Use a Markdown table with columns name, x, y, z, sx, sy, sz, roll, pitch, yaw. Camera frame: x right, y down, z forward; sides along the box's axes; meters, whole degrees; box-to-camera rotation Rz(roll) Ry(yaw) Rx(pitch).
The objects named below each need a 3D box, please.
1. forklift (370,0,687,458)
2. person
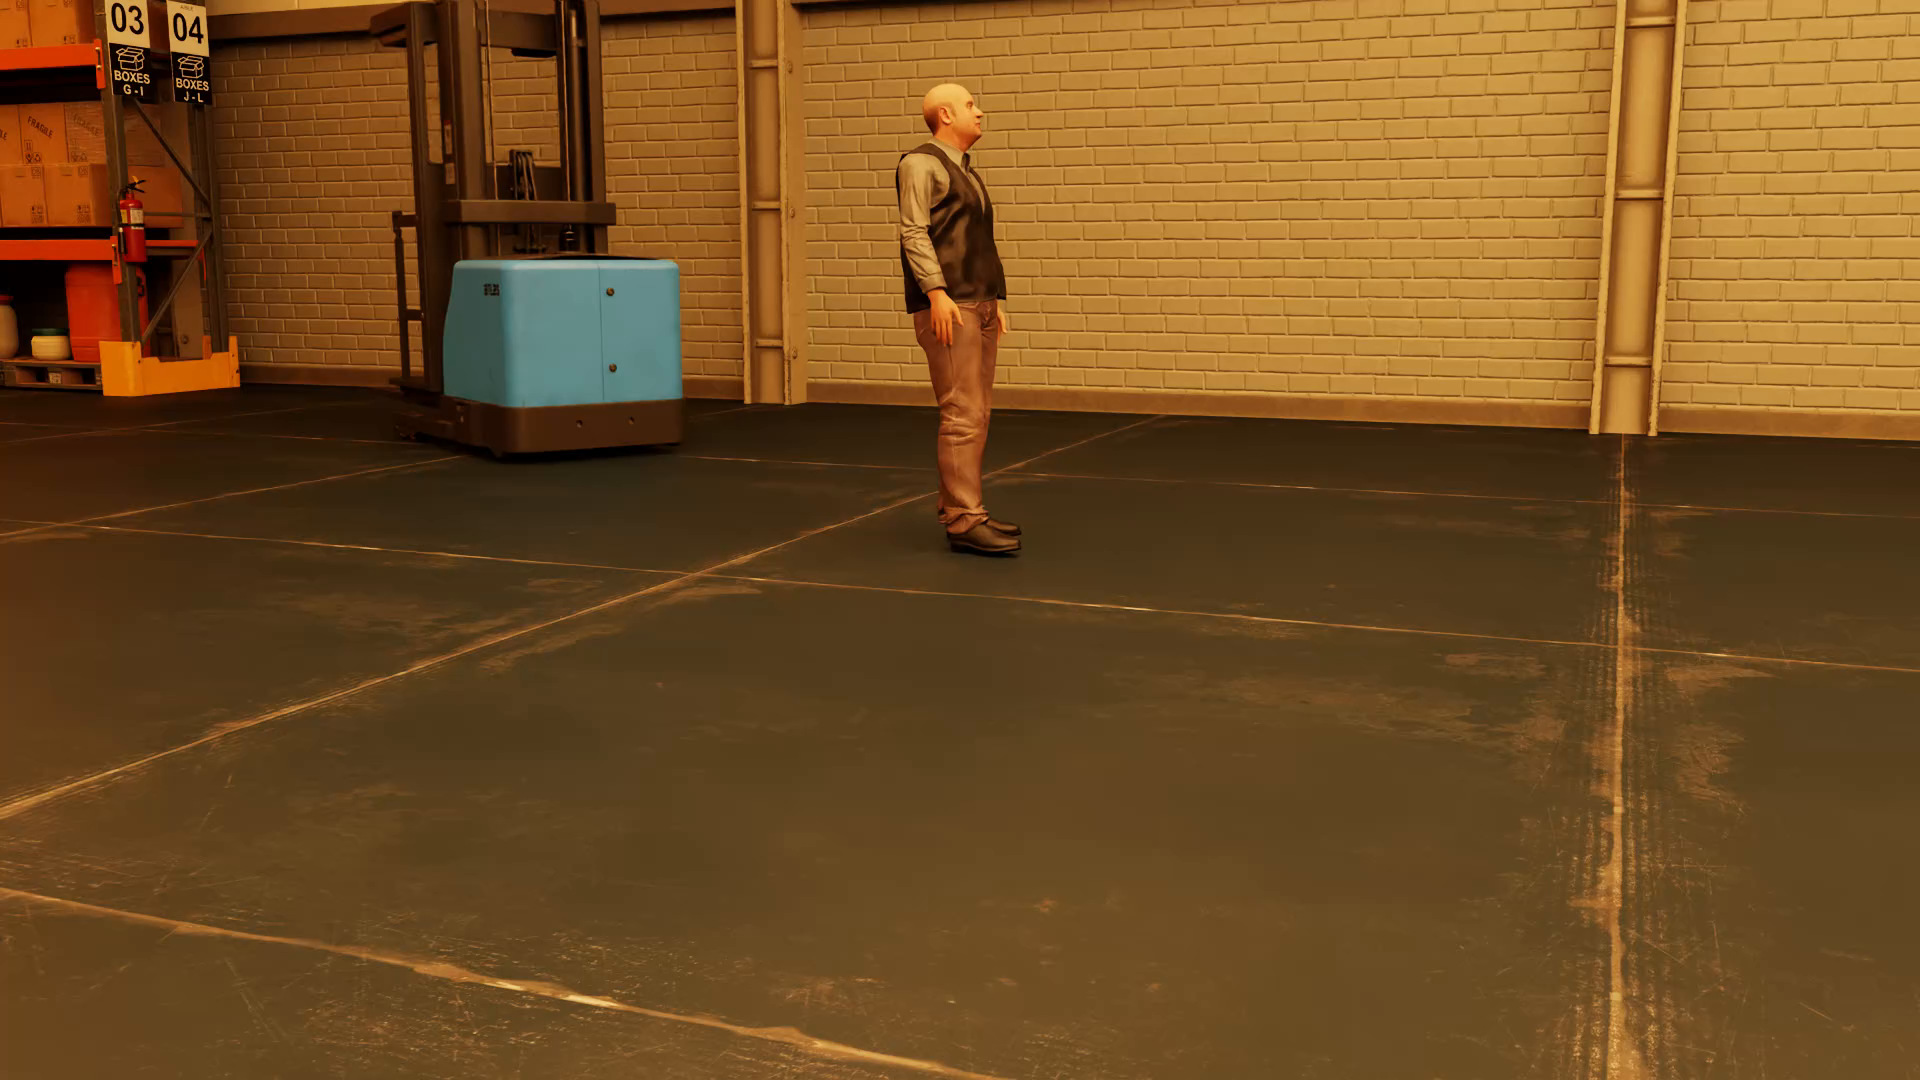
| name | x | y | z | sx | sy | sz | roll | pitch | yaw |
| --- | --- | --- | --- | --- | --- | --- | --- | --- | --- |
| forklift | -2.804 | -2.080 | 9.985 | 1.130 | 2.935 | 3.031 | -7 | 12 | -35 |
| person | 0.056 | -0.851 | 6.311 | 0.566 | 1.722 | 0.634 | 4 | 10 | 21 |
